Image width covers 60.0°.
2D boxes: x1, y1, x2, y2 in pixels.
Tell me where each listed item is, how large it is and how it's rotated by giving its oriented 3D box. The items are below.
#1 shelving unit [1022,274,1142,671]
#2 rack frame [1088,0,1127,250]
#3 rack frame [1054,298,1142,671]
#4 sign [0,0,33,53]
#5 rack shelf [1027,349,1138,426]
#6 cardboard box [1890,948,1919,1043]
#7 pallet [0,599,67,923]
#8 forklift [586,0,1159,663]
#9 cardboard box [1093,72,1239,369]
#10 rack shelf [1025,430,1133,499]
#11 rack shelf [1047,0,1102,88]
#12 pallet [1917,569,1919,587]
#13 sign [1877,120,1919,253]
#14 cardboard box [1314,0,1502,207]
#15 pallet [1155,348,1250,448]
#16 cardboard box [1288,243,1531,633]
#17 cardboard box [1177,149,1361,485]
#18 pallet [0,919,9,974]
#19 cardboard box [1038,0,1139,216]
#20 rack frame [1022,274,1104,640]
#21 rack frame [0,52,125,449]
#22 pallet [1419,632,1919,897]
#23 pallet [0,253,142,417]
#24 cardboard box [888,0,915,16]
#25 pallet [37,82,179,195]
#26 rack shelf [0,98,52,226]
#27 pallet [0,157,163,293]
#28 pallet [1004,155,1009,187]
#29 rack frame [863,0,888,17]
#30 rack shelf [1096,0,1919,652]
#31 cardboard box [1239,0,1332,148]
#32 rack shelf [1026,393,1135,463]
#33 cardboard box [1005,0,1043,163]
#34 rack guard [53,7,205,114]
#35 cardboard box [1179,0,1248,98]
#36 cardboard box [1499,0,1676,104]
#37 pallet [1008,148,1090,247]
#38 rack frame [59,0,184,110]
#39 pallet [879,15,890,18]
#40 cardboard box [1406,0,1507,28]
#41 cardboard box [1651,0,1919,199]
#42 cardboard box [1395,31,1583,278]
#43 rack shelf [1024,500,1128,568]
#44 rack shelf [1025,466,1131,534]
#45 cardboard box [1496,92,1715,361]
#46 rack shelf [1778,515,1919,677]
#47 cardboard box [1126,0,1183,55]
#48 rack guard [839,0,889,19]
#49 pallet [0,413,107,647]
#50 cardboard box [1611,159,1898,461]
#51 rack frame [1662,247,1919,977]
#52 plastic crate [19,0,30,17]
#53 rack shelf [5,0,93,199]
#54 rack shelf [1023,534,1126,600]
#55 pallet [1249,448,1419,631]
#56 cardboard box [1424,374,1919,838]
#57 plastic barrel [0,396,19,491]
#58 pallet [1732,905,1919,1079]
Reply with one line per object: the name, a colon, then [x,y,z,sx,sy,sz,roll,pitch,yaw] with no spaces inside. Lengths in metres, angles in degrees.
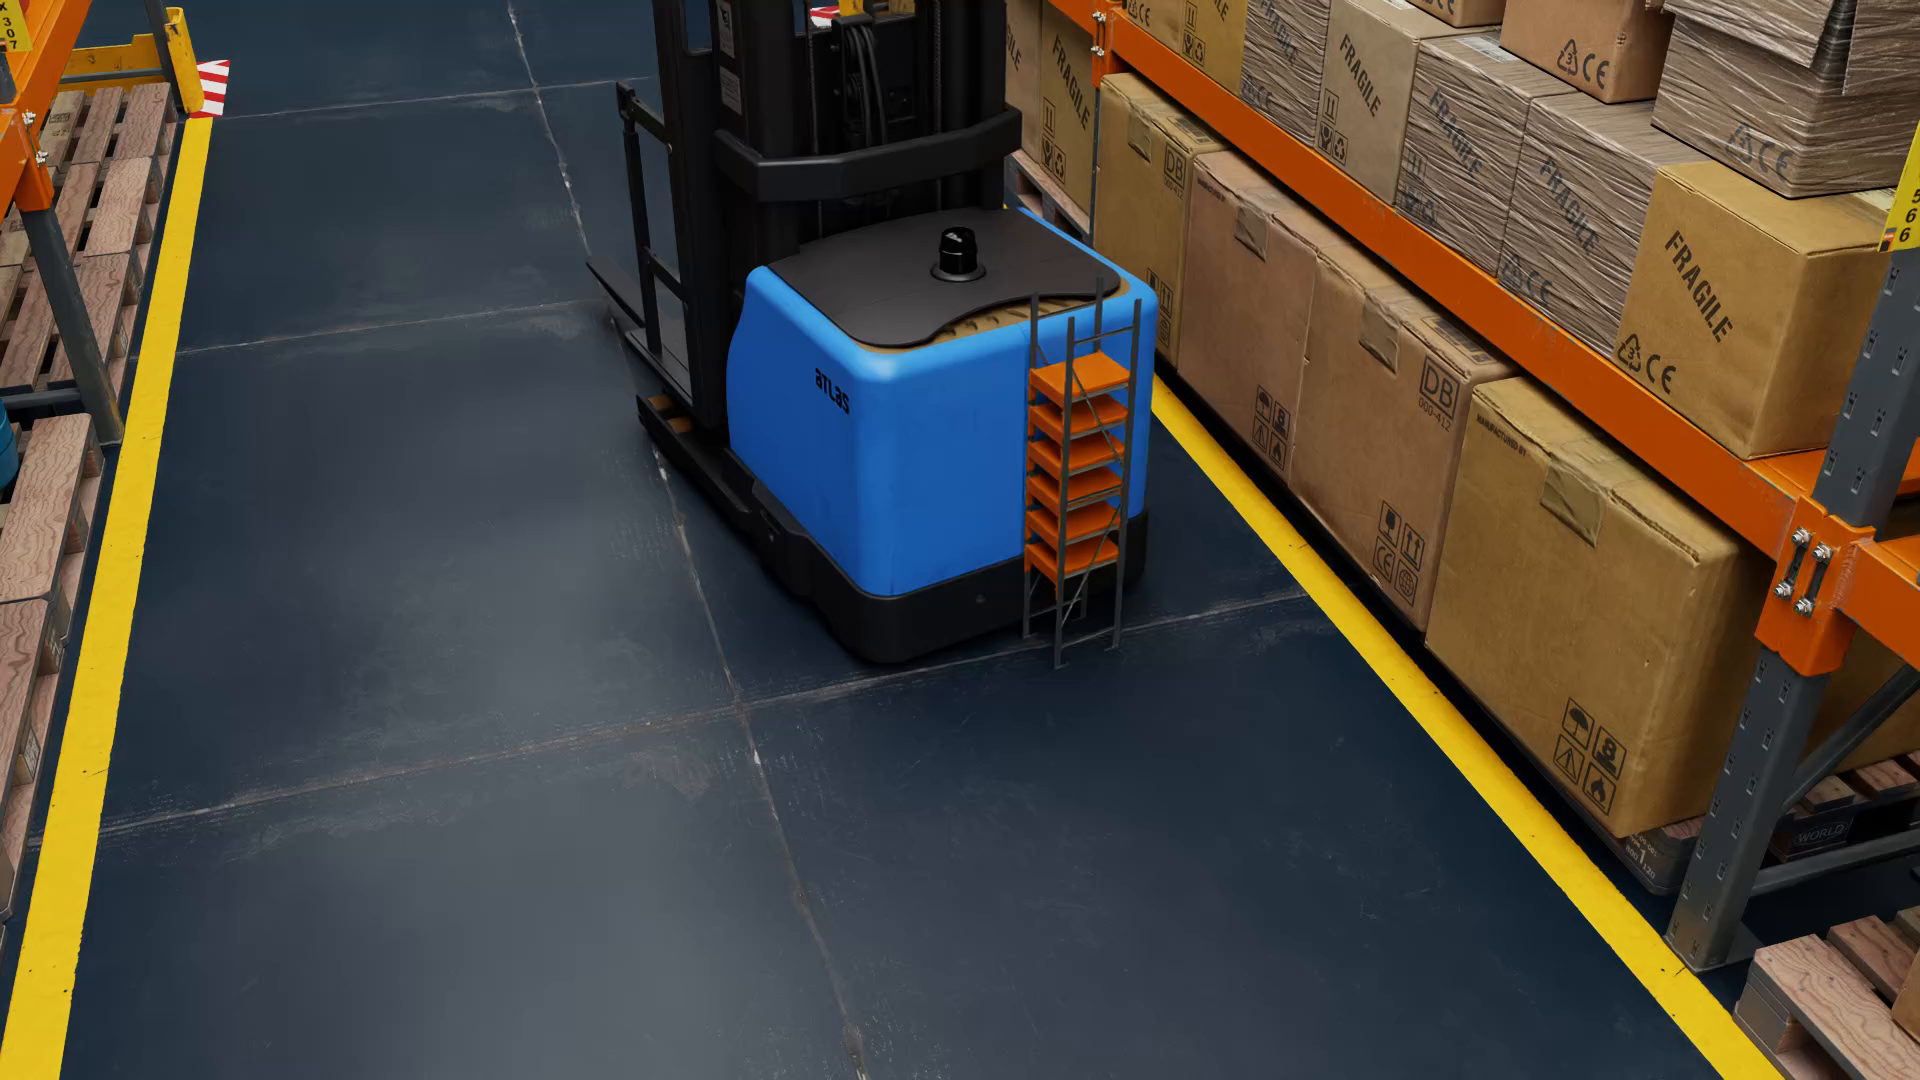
shelving unit: [0.349,-0.175,4.926,0.258,1.200,0.189,-18,37,-25]
rack frame: [1.054,-2.388,6.644,1.000,3.000,0.127,-10,35,-15]
rack frame: [0.395,-0.131,4.860,0.240,1.200,0.006,-18,37,-25]
sign: [-3.139,-1.762,5.445,0.100,0.325,0.005,-10,35,-15]
rack shelf: [0.349,-0.438,4.752,0.258,0.103,0.180,-18,37,-25]
cardboard box: [2.497,0.919,3.506,0.700,0.500,0.500,-12,35,-17]
pallet: [-3.091,0.662,4.557,1.003,0.211,1.213,-10,35,-15]
forklift: [-0.568,-1.633,5.562,1.130,2.935,3.031,-18,37,-25]
cardboard box: [1.268,-1.344,6.610,1.225,0.875,0.875,-10,35,-15]
rack shelf: [0.349,-0.238,4.884,0.258,0.103,0.180,-18,37,-25]
rack shelf: [0.444,-3.138,8.431,1.077,0.370,4.000,-10,35,-15]
pallet: [2.593,0.148,2.979,1.213,0.211,1.003,-10,35,-15]
sign: [1.746,-0.676,3.002,0.100,0.325,0.005,-10,35,-15]
cardboard box: [1.425,-1.350,4.981,0.500,0.500,0.500,-9,35,-14]
pallet: [1.361,-0.833,6.818,1.003,0.211,1.213,-10,35,-15]
cardboard box: [1.819,-0.412,5.199,1.225,0.875,0.875,-10,35,-15]
cardboard box: [1.542,-0.875,5.900,1.225,0.875,0.875,-11,35,-16]
pallet: [-2.723,1.301,3.589,1.003,0.211,1.213,-10,35,-15]
cardboard box: [0.929,-2.037,7.658,0.875,0.875,0.875,-10,35,-15]
rack frame: [0.303,-0.218,4.992,0.240,1.200,0.006,-18,37,-25]
rack frame: [-3.663,-1.555,5.383,1.000,3.000,0.127,-10,35,-15]
pallet: [2.105,0.449,4.880,1.003,0.211,1.213,-10,35,-15]
pallet: [-3.924,-0.772,6.726,1.003,0.211,1.213,-10,35,-15]
cardboard box: [0.105,-3.455,9.804,0.875,0.875,0.875,-10,35,-15]
pallet: [-4.669,-2.053,8.665,1.003,0.211,1.213,-10,35,-15]
rack shelf: [-3.053,-0.205,3.992,1.077,0.370,4.000,-10,35,-15]
pallet: [-4.300,-1.413,7.697,1.003,0.211,1.213,-10,35,-15]
pallet: [0.521,-2.279,9.008,1.003,0.211,1.213,-10,35,-15]
rack frame: [-0.166,-4.488,9.822,1.000,3.000,0.127,-10,35,-15]
rack shelf: [1.664,-1.038,5.253,1.077,0.370,4.000,-10,35,-15]
cardboard box: [1.263,-1.620,5.390,0.500,0.500,0.500,-11,35,-16]
rack shelf: [0.349,-0.338,4.818,0.258,0.103,0.180,-18,37,-25]
cardboard box: [0.654,-2.510,8.373,0.875,0.875,0.875,-10,35,-15]
rack guard: [-4.903,-2.623,9.266,1.175,0.500,0.348,-10,35,-15]
cardboard box: [1.110,-1.883,5.788,0.500,0.500,0.500,-10,35,-15]
cardboard box: [1.870,-1.478,4.265,0.797,0.503,0.637,-9,35,-14]
pallet: [0.896,-1.637,8.036,1.003,0.211,1.213,-10,35,-15]
rack frame: [-4.883,-3.656,8.561,1.000,3.000,0.127,-10,35,-15]
pallet: [0.152,-2.918,9.975,1.003,0.211,1.213,-10,35,-15]
cardboard box: [1.659,-1.829,4.796,0.797,0.503,0.637,-9,34,-13]
cardboard box: [2.066,-1.135,3.746,0.797,0.503,0.637,-9,34,-13]
cardboard box: [1.580,-1.082,4.576,0.500,0.500,0.500,-11,35,-16]
rack shelf: [0.349,-0.038,5.017,0.258,0.103,0.180,-18,37,-25]
rack shelf: [0.349,-0.138,4.951,0.258,0.103,0.180,-18,37,-25]
cardboard box: [1.741,-0.810,4.164,0.500,0.500,0.500,-10,35,-15]
rack shelf: [2.884,1.062,2.075,1.077,0.370,4.000,-10,35,-15]
cardboard box: [0.956,-2.147,6.187,0.500,0.500,0.500,-10,35,-15]
rack guard: [-0.174,-3.458,10.530,1.175,0.500,0.348,-10,35,-15]
pallet: [-3.467,0.020,5.528,1.003,0.211,1.213,-10,35,-15]
cardboard box: [1.888,-0.547,3.767,0.500,0.500,0.500,-9,35,-13]
rack frame: [2.274,-0.288,3.465,1.000,3.000,0.127,-10,35,-15]
plastic crate: [-3.696,-2.118,6.122,0.402,0.464,0.583,-10,35,-15]
rack shelf: [-4.273,-2.305,7.171,1.077,0.370,4.000,-10,35,-15]
rack shelf: [0.349,0.063,5.083,0.258,0.103,0.180,-18,37,-25]
pallet: [1.737,-0.191,5.847,1.003,0.211,1.213,-10,35,-15]
cardboard box: [2.083,0.057,4.489,1.225,0.875,0.875,-12,35,-17]
plastic barrel: [-3.513,-0.567,5.409,0.600,0.901,0.708,-10,35,-15]
pallet: [2.511,1.286,3.613,1.003,0.211,1.213,-10,35,-15]
